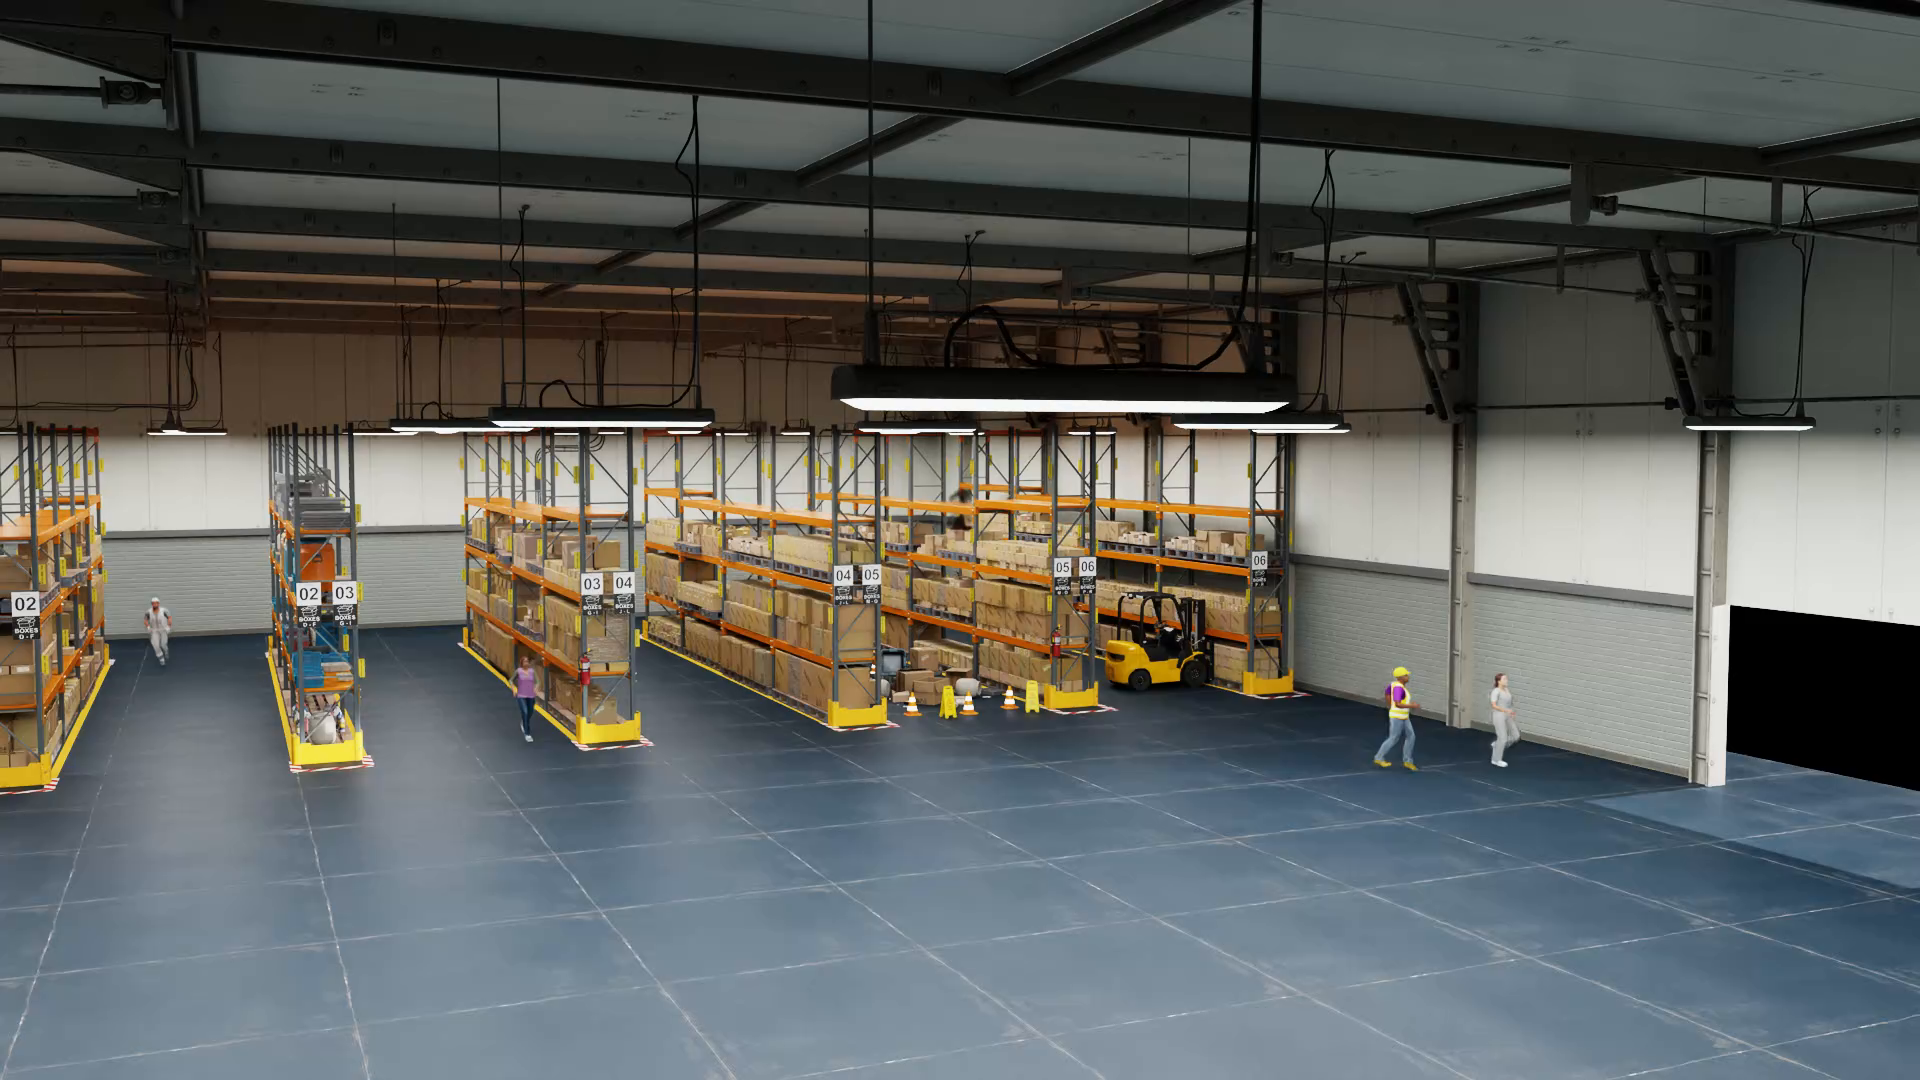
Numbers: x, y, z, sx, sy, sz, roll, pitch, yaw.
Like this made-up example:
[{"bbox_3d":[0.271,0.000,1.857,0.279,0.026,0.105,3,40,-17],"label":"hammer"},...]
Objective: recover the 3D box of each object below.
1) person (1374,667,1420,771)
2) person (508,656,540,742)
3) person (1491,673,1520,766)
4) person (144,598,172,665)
[{"bbox_3d":[7.536,3.099,28.632,0.774,1.824,0.680,2,4,24],"label":"person"},{"bbox_3d":[-8.267,2.989,31.603,0.558,1.588,0.855,-2,4,-29],"label":"person"},{"bbox_3d":[9.504,3.134,29.040,0.558,1.631,0.555,-3,4,-37],"label":"person"},{"bbox_3d":[-20.242,2.296,41.977,0.644,1.709,0.629,-1,4,-15],"label":"person"}]
